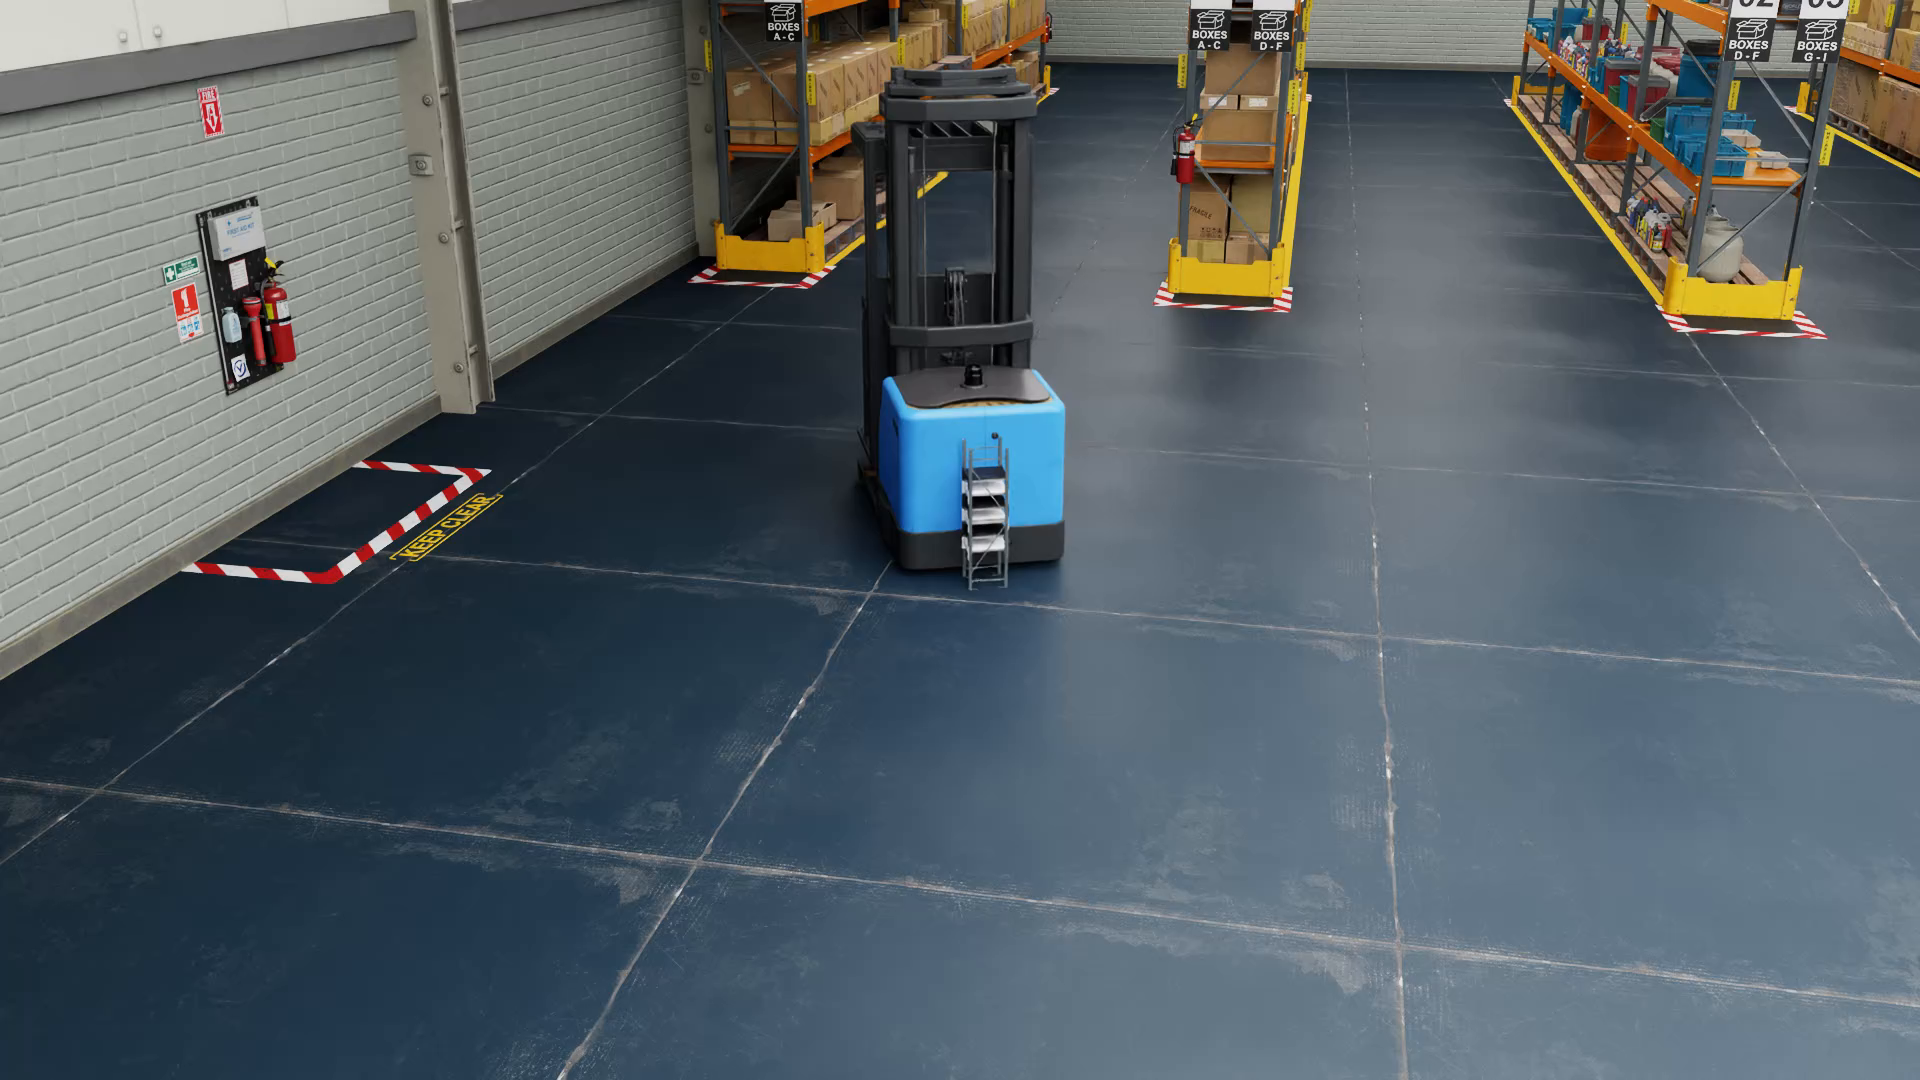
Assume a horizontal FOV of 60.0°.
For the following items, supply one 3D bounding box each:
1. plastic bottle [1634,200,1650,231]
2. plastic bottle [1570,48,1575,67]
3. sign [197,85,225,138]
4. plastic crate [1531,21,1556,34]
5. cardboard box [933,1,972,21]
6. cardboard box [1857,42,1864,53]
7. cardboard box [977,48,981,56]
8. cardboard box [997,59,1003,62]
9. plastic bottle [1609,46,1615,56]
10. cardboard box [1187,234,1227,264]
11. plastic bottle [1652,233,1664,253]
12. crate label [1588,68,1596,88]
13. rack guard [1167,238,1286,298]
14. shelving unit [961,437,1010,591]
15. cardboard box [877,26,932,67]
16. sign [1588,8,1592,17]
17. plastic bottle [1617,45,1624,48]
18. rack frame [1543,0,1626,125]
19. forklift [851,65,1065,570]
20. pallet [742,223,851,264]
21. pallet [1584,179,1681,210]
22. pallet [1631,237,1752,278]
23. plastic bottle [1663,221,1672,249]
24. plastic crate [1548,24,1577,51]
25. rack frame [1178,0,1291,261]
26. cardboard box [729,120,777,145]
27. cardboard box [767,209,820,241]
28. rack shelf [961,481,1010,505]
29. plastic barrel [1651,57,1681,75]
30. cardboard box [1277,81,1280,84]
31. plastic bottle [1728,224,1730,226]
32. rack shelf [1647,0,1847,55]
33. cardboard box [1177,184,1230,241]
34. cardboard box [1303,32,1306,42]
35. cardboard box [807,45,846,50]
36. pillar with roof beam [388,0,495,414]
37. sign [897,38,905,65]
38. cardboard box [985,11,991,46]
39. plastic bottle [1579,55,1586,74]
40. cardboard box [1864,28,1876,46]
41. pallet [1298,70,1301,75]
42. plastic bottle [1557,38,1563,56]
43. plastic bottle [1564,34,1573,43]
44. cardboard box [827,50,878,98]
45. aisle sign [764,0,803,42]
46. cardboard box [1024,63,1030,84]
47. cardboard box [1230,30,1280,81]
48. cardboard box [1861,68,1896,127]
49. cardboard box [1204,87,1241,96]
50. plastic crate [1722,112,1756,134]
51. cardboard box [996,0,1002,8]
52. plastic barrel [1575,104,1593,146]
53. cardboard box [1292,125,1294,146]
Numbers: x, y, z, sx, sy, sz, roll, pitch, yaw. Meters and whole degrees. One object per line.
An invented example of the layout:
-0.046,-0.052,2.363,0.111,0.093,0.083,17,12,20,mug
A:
7.809,-3.710,19.008,0.144,0.351,0.185,4,22,9,plastic bottle
9.277,-7.294,25.122,0.097,0.271,0.097,0,22,0,plastic bottle
-4.665,-2.667,10.357,0.001,0.298,0.199,4,22,11,sign
10.360,-9.101,29.579,0.416,0.233,0.300,4,22,11,plastic crate
-0.113,-7.984,25.101,0.500,0.250,0.500,5,22,12,cardboard box
14.851,-8.012,27.069,0.380,0.149,0.250,5,22,12,cardboard box
0.133,-7.843,26.622,0.380,0.149,0.250,5,22,11,cardboard box
0.593,-8.694,30.342,0.380,0.149,0.250,5,22,11,cardboard box
9.956,-7.400,25.386,0.097,0.271,0.097,0,22,0,plastic bottle
2.574,-3.122,17.708,0.500,0.250,0.500,4,22,11,cardboard box
7.548,-3.216,17.980,0.097,0.201,0.097,0,22,0,plastic bottle
8.782,-6.327,22.773,0.303,0.233,0.416,4,22,11,crate label
2.749,-2.816,17.175,1.175,0.500,0.348,4,22,11,rack guard
0.153,-0.154,10.032,0.258,0.900,0.210,-4,22,-10,shelving unit
-0.782,-6.906,23.264,0.700,0.500,0.500,4,22,11,cardboard box
11.409,-9.496,30.199,0.100,0.325,0.005,4,22,11,sign
10.110,-7.449,25.501,0.152,0.276,0.135,4,22,11,plastic bottle
10.051,-7.994,26.686,1.000,3.000,0.127,4,22,11,rack frame
-0.117,-1.695,11.140,1.130,2.935,3.031,-4,22,-10,forklift
-1.880,-3.389,18.985,1.003,0.211,1.213,4,22,11,pallet
8.788,-4.512,21.774,1.003,0.211,1.213,4,22,11,pallet
7.994,-3.084,18.229,1.003,0.211,1.213,4,22,11,pallet
7.731,-3.336,18.169,0.061,0.283,0.133,4,22,11,plastic bottle
9.813,-8.211,27.166,0.392,0.384,0.575,4,22,11,plastic crate
2.754,-3.984,16.730,1.000,3.000,0.127,4,22,11,rack frame
-2.190,-4.486,18.150,0.500,0.250,0.500,5,22,12,cardboard box
-1.867,-3.563,18.696,0.500,0.311,0.500,2,22,5,cardboard box
0.153,-0.290,9.977,0.258,0.077,0.200,-4,22,-10,rack shelf
9.067,-5.891,21.283,0.433,0.535,0.433,0,22,0,plastic barrel
3.254,-4.836,17.844,0.380,0.149,0.250,4,22,9,cardboard box
8.348,-3.308,18.115,0.097,0.271,0.097,0,22,0,plastic bottle
8.011,-5.394,17.179,1.077,0.370,4.000,4,22,11,rack shelf
2.572,-3.470,17.569,0.500,0.500,0.500,4,22,11,cardboard box
5.574,-8.584,28.020,0.500,0.500,0.500,5,22,12,cardboard box
-1.689,-5.766,20.325,0.500,0.500,0.500,4,22,11,cardboard box
0.190,-4.942,11.080,9.100,9.000,0.400,4,22,11,pillar with roof beam
-0.747,-6.186,21.039,0.100,0.325,0.005,4,22,11,sign
0.203,-8.201,26.642,0.500,0.500,0.500,5,22,12,cardboard box
9.068,-6.919,24.190,0.097,0.271,0.097,0,22,0,plastic bottle
14.836,-8.055,26.642,0.500,0.250,0.500,5,23,13,cardboard box
4.456,-7.074,24.659,1.213,0.211,1.003,4,22,11,pallet
9.559,-7.838,26.456,0.061,0.283,0.133,4,22,11,plastic bottle
9.654,-7.852,26.400,0.144,0.351,0.185,4,22,11,plastic bottle
-1.283,-5.548,19.783,0.500,0.500,0.500,4,22,9,cardboard box
-1.817,-5.517,17.057,0.394,0.787,0.004,4,22,11,aisle sign
0.920,-8.616,31.016,0.700,0.500,0.500,4,22,9,cardboard box
3.077,-5.198,17.875,0.700,0.500,0.500,5,22,11,cardboard box
15.113,-7.060,26.651,0.875,0.875,0.875,4,22,11,cardboard box
2.750,-4.675,17.443,0.380,0.149,0.250,4,22,10,cardboard box
8.459,-4.573,18.393,0.499,0.251,0.616,4,22,11,plastic crate
0.394,-8.914,27.408,0.500,0.250,0.500,5,22,12,cardboard box
9.549,-6.200,24.899,0.600,0.588,0.708,4,22,11,plastic barrel
4.421,-5.688,23.330,0.500,0.311,0.500,4,22,10,cardboard box
